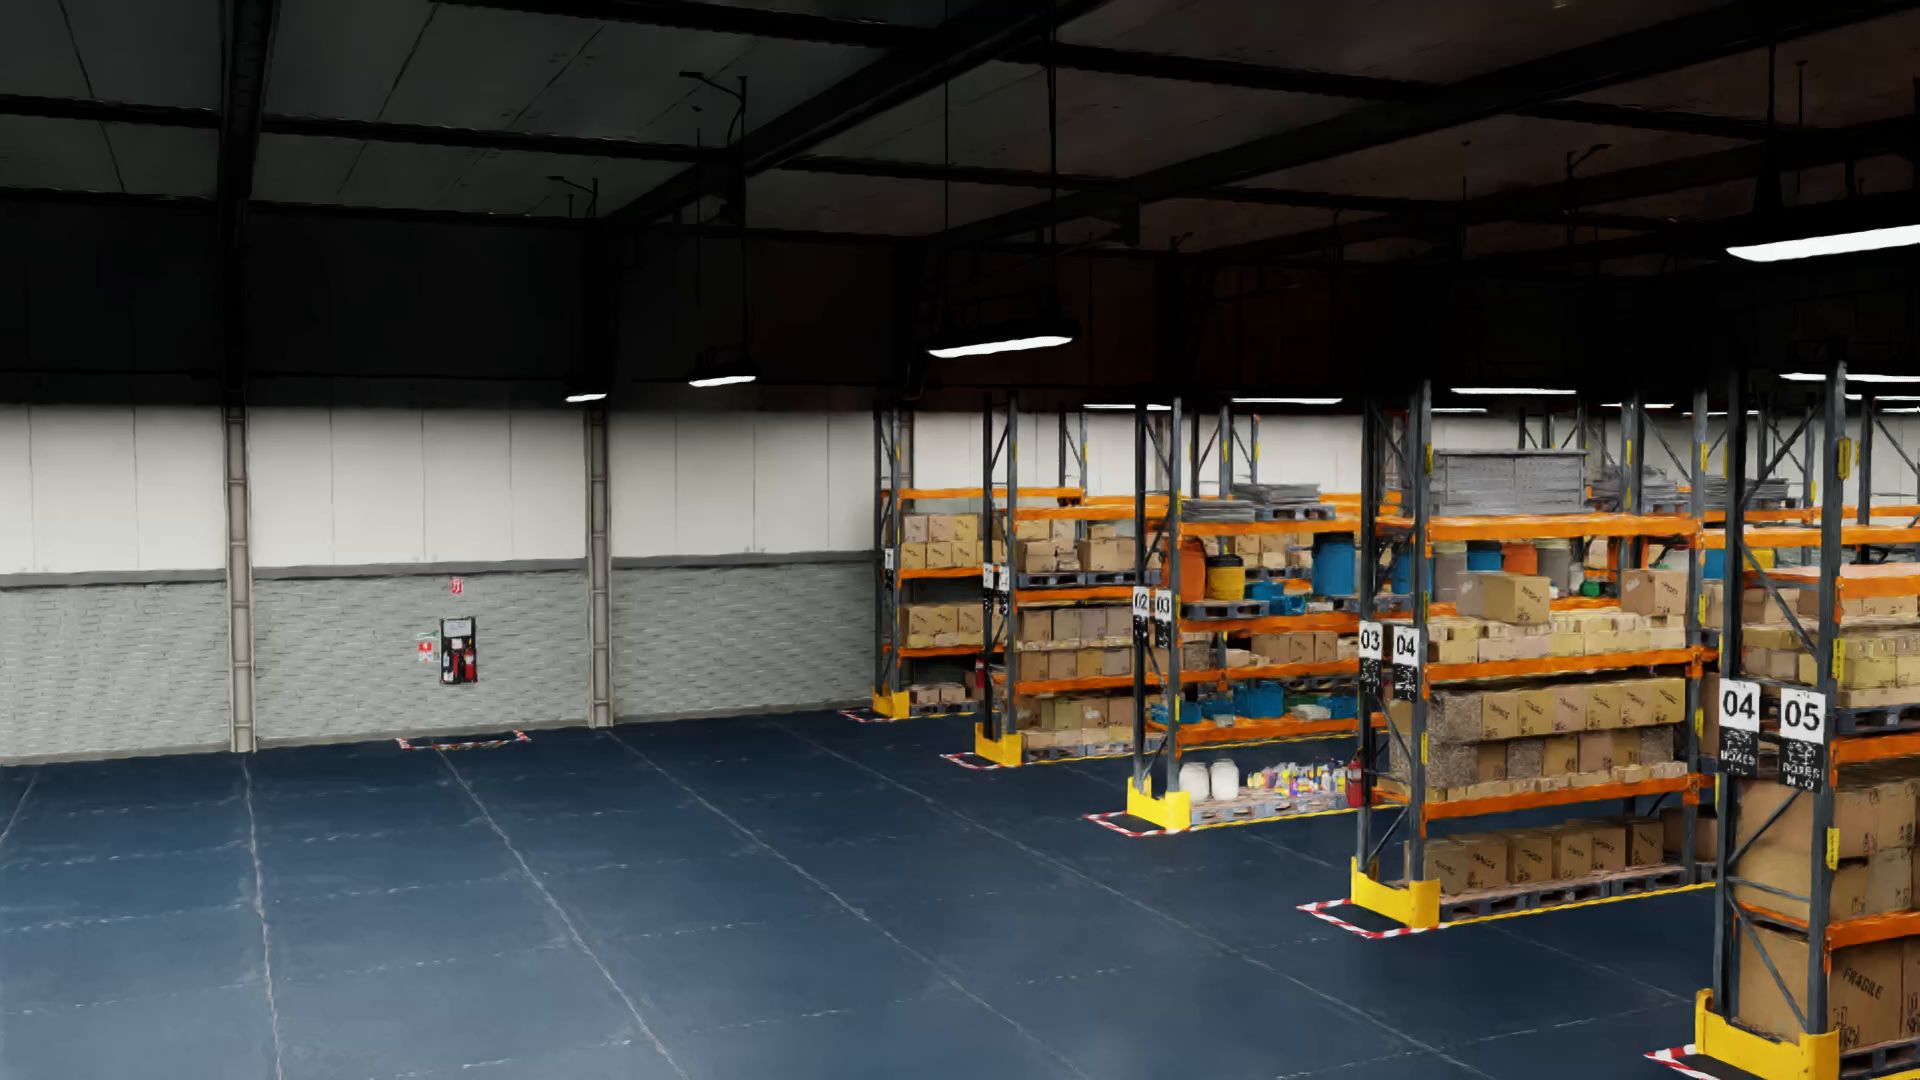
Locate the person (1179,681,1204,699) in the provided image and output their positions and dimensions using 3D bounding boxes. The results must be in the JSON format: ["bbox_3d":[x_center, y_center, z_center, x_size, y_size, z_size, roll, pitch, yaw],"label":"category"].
[{"bbox_3d":[4.215,2.515,30.871,1.121,1.687,0.577,-1,4,-22],"label":"person"}]

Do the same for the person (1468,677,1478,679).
[{"bbox_3d":[8.977,2.588,29.256,1.104,1.715,0.580,-2,4,-32],"label":"person"}]
